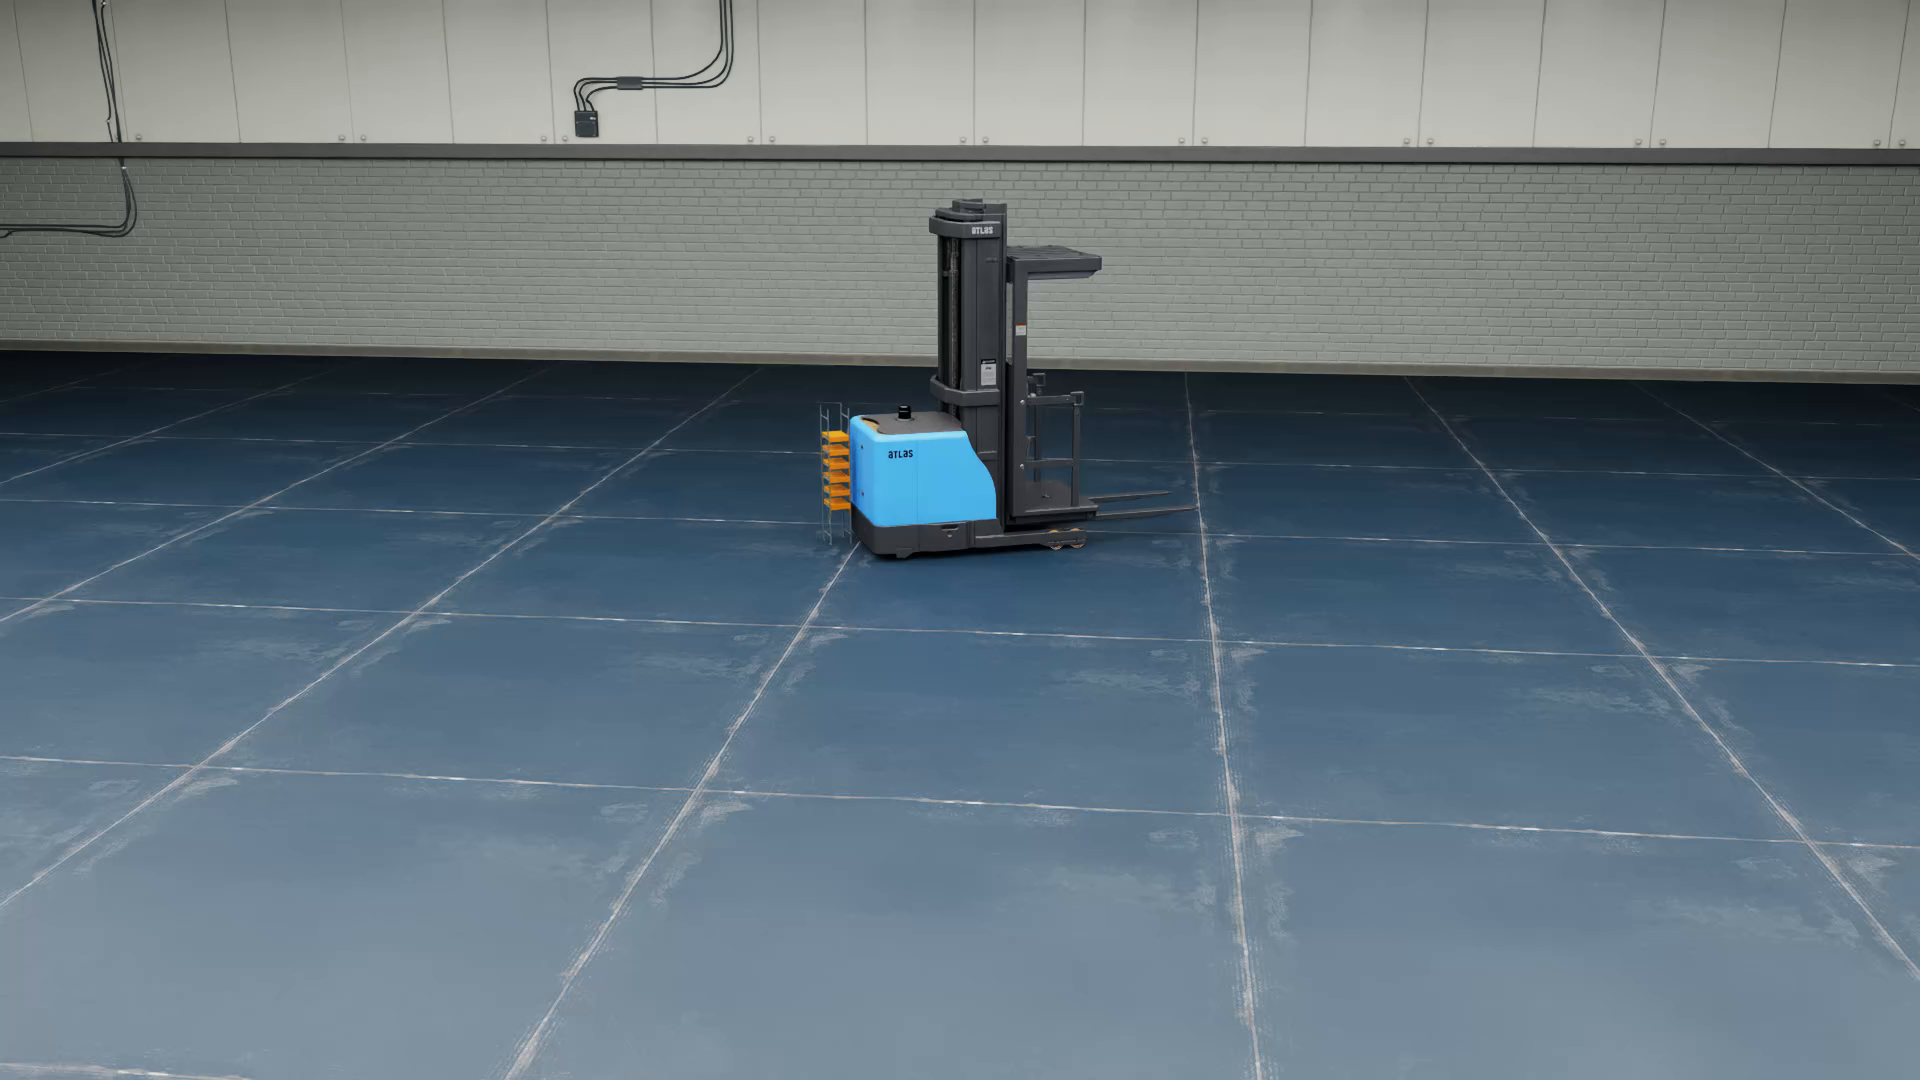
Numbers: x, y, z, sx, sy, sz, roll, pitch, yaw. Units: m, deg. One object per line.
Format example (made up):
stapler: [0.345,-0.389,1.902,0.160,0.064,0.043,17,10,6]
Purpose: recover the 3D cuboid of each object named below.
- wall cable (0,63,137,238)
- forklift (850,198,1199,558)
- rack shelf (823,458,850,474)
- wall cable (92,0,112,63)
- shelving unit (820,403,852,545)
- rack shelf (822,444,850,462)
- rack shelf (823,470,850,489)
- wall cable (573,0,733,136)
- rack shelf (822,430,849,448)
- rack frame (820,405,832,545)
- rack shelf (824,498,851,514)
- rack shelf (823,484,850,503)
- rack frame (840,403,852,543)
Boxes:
wall cable: [-13.712,-5.717,24.512,3.097,2.526,0.112,2,15,6]
forklift: [0.597,-1.461,14.449,3.031,2.935,1.130,-4,16,-16]
rack shelf: [-1.080,-0.642,14.448,0.180,0.103,0.258,-6,16,-20]
wall cable: [-11.024,-8.075,23.559,3.097,2.526,0.112,2,15,6]
shelving unit: [-1.080,-0.569,14.468,0.189,1.200,0.258,-6,16,-20]
rack shelf: [-1.080,-0.758,14.416,0.180,0.103,0.258,-6,16,-20]
rack shelf: [-1.080,-0.526,14.479,0.180,0.103,0.258,-6,16,-20]
wall cable: [-4.281,-8.574,22.614,2.305,6.003,0.169,2,15,6]
rack shelf: [-1.081,-0.874,14.385,0.180,0.103,0.258,-6,16,-20]
rack frame: [-1.166,-0.561,14.436,0.006,1.200,0.240,-6,16,-20]
rack shelf: [-1.079,-0.295,14.542,0.180,0.103,0.258,-6,16,-20]
rack shelf: [-1.080,-0.411,14.511,0.180,0.103,0.258,-6,16,-20]
rack frame: [-0.994,-0.578,14.499,0.006,1.200,0.240,-6,16,-20]
